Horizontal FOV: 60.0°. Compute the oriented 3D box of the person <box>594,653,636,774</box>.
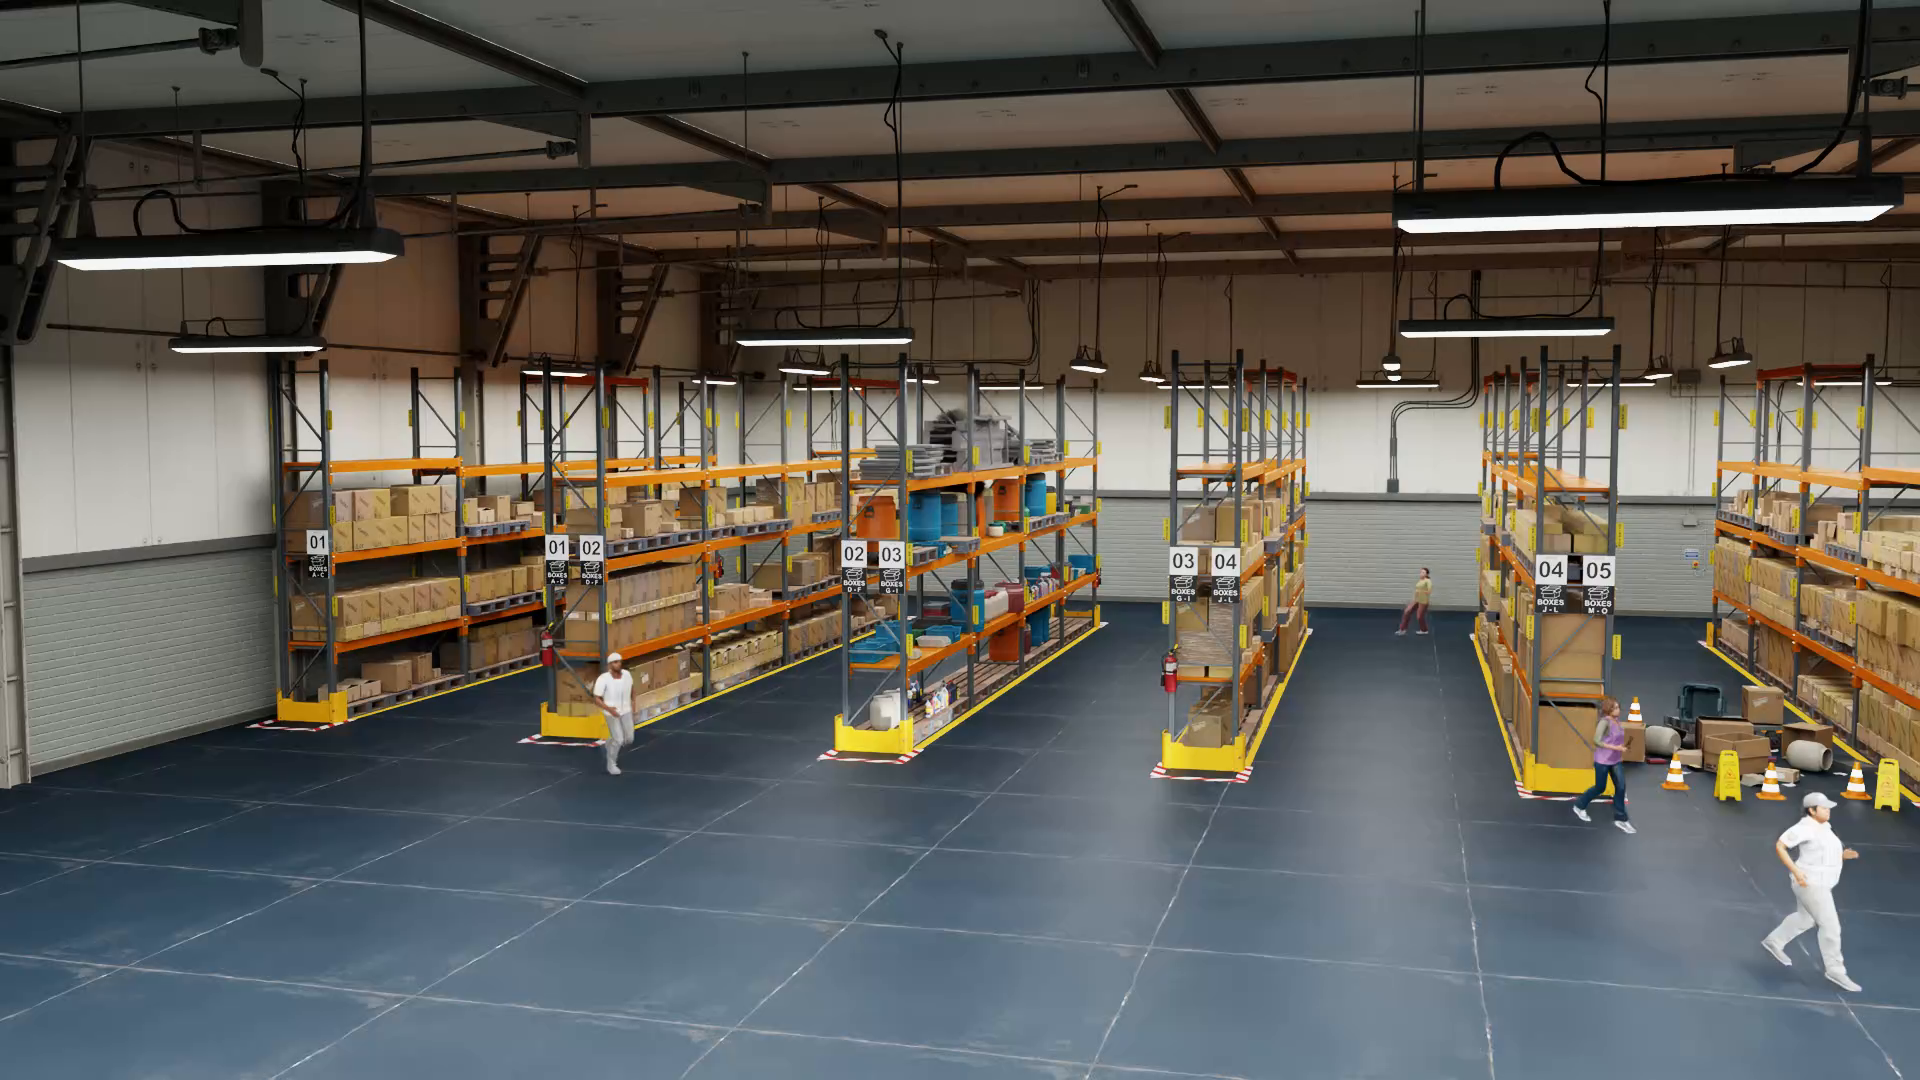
[{"bbox_3d":[-4.882,2.451,23.632,0.722,1.728,0.654,-4,6,-45],"label":"person"}]

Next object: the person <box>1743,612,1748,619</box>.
[{"bbox_3d":[18.028,1.462,37.885,0.681,1.607,0.646,-2,5,-29],"label":"person"}]

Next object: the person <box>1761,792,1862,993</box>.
[{"bbox_3d":[7.626,3.094,14.847,0.877,1.680,0.594,4,6,44],"label":"person"}]

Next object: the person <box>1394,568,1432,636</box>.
[{"bbox_3d":[10.613,1.434,38.579,0.850,1.597,0.663,-2,5,-25],"label":"person"}]

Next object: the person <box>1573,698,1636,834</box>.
[{"bbox_3d":[7.898,2.739,20.368,0.533,1.614,0.803,-3,5,-34],"label":"person"}]
